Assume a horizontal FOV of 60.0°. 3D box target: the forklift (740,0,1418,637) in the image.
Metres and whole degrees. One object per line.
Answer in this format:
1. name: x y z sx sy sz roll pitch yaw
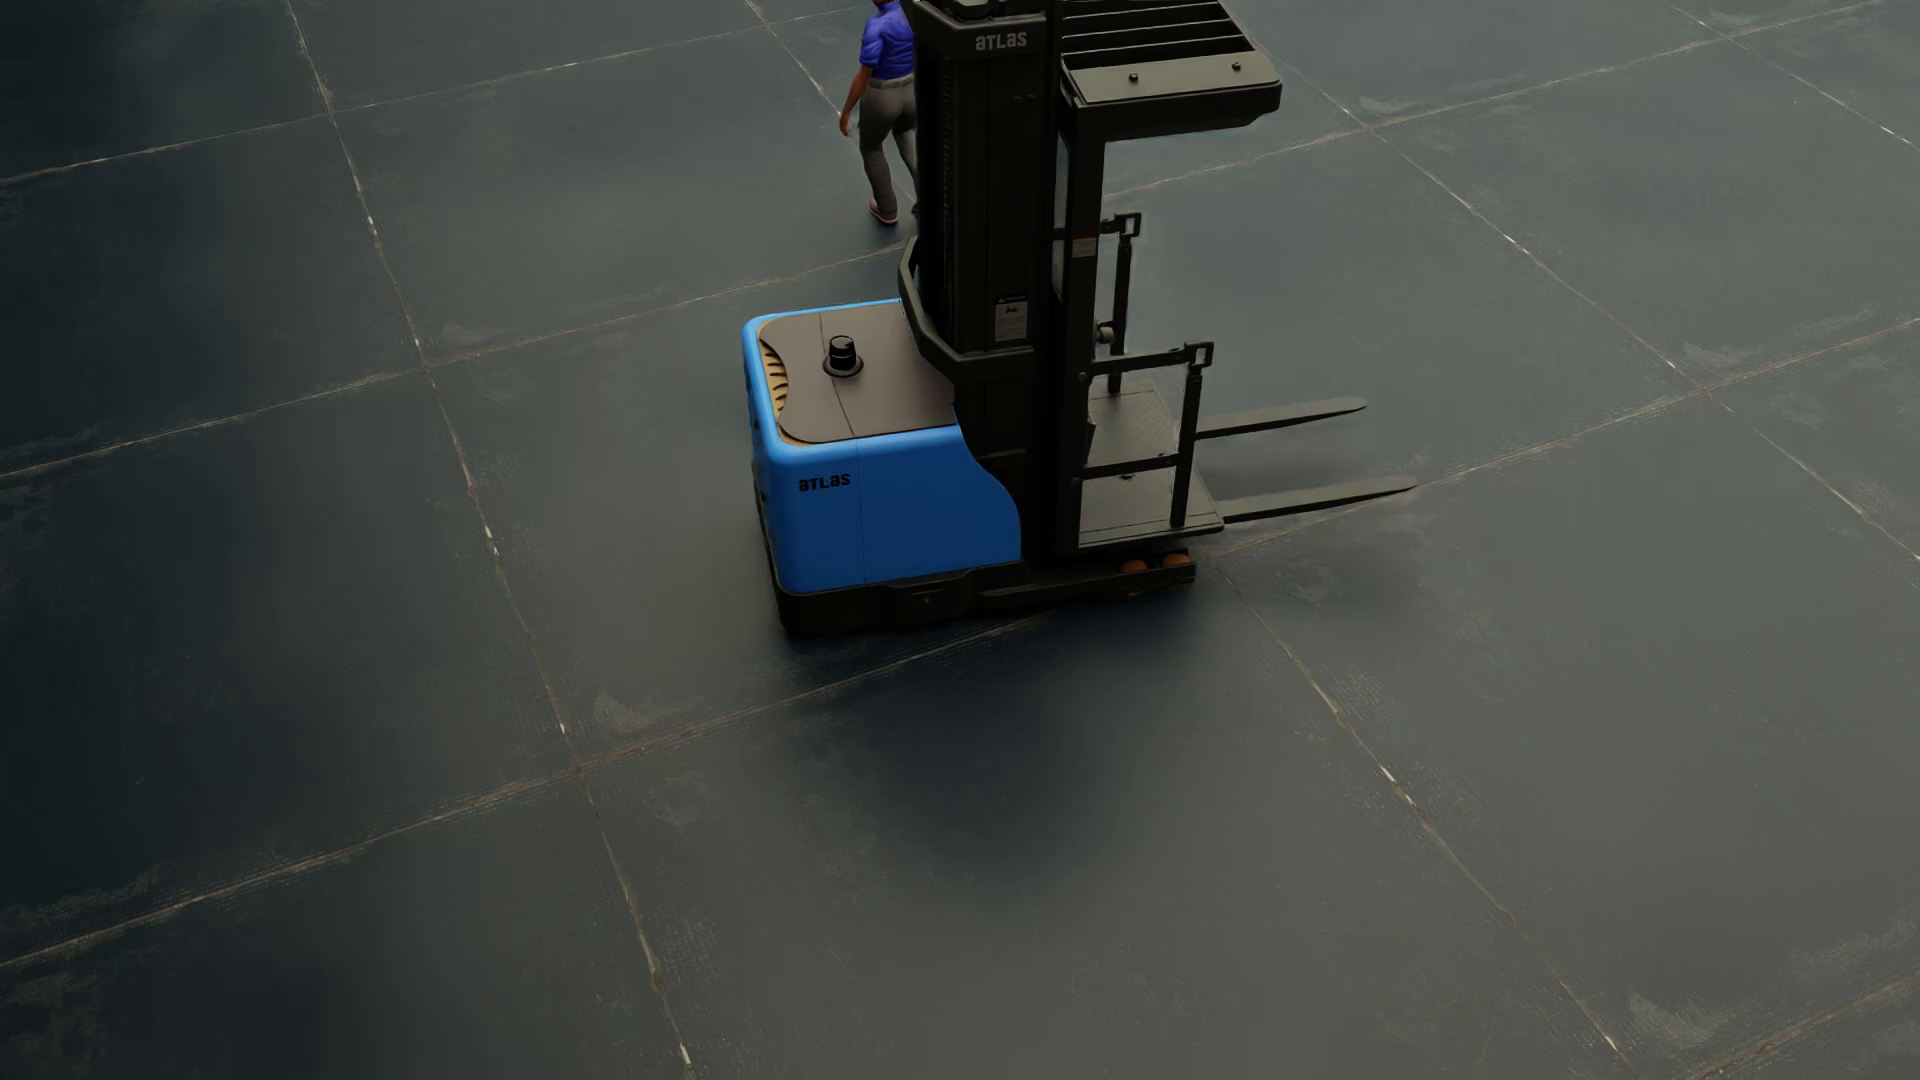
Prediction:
1. forklift: 0.595 -1.165 6.928 3.031 2.935 1.130 -9 44 -9

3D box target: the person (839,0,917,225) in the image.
1. person: -0.432 -2.480 9.310 0.659 1.619 0.497 -22 47 -22
